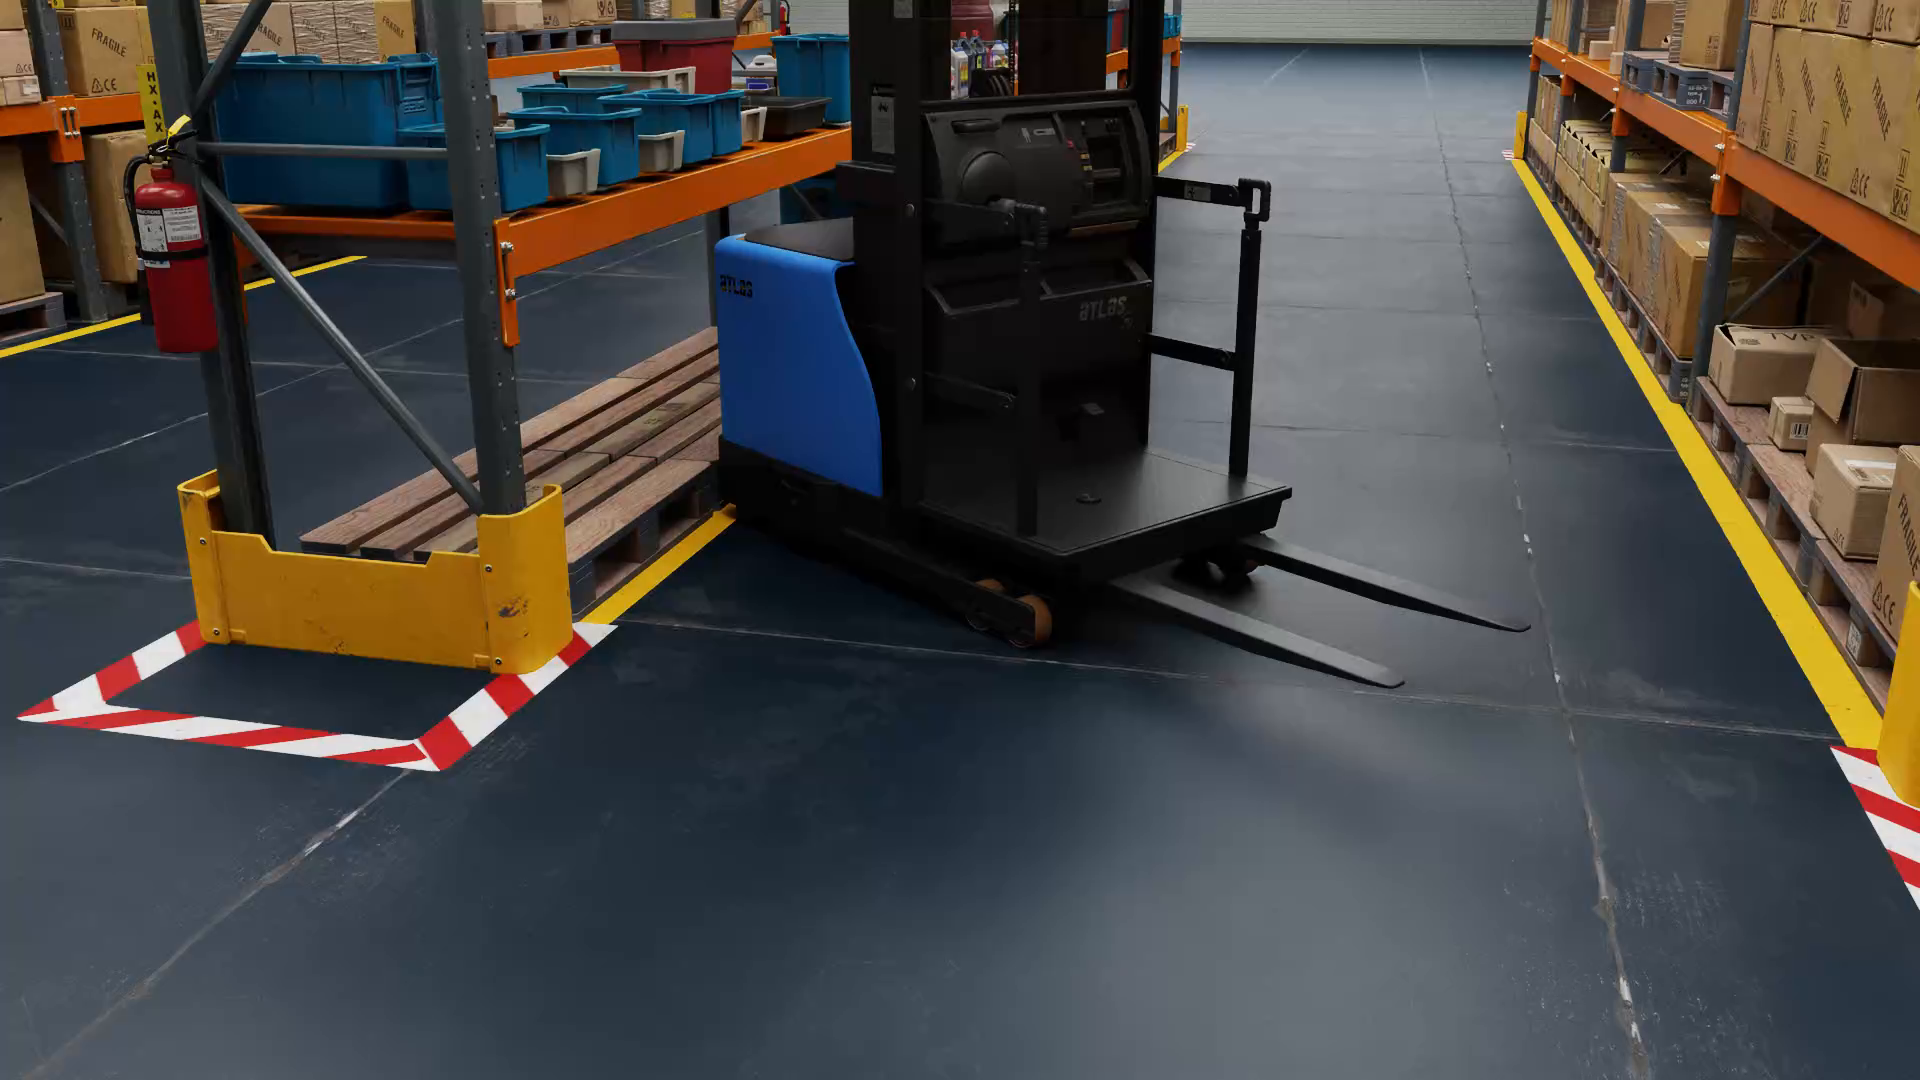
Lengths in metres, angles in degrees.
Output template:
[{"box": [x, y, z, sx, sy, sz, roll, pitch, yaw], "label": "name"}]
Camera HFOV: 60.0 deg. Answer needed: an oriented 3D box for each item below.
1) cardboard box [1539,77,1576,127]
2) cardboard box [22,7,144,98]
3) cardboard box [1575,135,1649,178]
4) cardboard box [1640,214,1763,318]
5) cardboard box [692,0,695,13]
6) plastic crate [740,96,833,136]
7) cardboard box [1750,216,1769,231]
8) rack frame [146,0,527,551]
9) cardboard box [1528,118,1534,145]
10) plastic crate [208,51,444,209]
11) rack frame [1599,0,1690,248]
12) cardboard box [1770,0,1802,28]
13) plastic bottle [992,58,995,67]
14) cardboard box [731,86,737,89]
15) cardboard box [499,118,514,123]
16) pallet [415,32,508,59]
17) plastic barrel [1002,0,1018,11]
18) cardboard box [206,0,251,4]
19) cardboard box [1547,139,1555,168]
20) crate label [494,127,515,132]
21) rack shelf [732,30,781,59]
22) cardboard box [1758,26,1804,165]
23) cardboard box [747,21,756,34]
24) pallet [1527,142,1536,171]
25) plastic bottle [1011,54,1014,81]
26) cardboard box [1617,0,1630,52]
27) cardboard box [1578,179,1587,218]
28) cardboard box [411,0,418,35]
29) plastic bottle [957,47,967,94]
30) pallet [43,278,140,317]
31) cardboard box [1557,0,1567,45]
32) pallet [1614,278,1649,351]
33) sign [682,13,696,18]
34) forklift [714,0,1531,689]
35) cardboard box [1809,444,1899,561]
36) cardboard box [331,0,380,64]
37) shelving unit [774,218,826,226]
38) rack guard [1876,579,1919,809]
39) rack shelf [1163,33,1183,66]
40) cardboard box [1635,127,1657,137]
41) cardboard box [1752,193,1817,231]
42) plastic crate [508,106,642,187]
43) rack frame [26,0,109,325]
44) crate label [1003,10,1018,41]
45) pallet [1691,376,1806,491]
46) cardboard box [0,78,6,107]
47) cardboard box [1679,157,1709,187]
[{"box": [6.311, -4.527, 17.244, 0.500, 0.500, 0.500, 5, 19, 13], "label": "cardboard box"}, {"box": [-5.295, -2.934, 9.981, 0.500, 0.500, 0.500, 5, 19, 14], "label": "cardboard box"}, {"box": [5.193, -3.057, 13.234, 0.500, 0.311, 0.500, 5, 20, 15], "label": "cardboard box"}, {"box": [4.050, -1.492, 9.103, 0.500, 0.500, 0.500, 5, 19, 14], "label": "cardboard box"}, {"box": [-3.344, -5.912, 18.241, 0.875, 0.500, 0.500, 5, 19, 13], "label": "cardboard box"}, {"box": [-0.860, -1.897, 7.433, 0.437, 0.125, 0.590, 5, 19, 13], "label": "plastic crate"}, {"box": [4.559, -1.460, 9.009, 0.500, 0.500, 0.500, 5, 19, 14], "label": "cardboard box"}, {"box": [-1.824, -1.117, 4.817, 1.000, 3.000, 0.127, 5, 19, 13], "label": "rack frame"}, {"box": [6.541, -4.487, 18.287, 0.500, 0.250, 0.500, 5, 19, 13], "label": "cardboard box"}, {"box": [-1.923, -1.282, 5.152, 0.616, 0.435, 0.499, 5, 19, 13], "label": "plastic crate"}, {"box": [4.933, -3.232, 11.010, 1.000, 3.000, 0.127, 5, 19, 13], "label": "rack frame"}, {"box": [3.442, -2.212, 6.321, 0.500, 0.500, 0.500, 4, 19, 12], "label": "cardboard box"}, {"box": [0.177, -3.049, 10.782, 0.097, 0.201, 0.097, 0, 19, 0], "label": "plastic bottle"}, {"box": [-2.999, -5.154, 19.855, 0.500, 0.500, 0.500, 10, 21, 28], "label": "cardboard box"}, {"box": [-4.273, -3.606, 15.290, 0.700, 0.500, 0.500, 6, 20, 18], "label": "cardboard box"}, {"box": [-4.602, -4.157, 14.013, 1.213, 0.211, 1.003, 5, 19, 13], "label": "pallet"}, {"box": [0.278, -4.149, 13.520, 0.421, 0.512, 0.421, 0, 19, 0], "label": "plastic barrel"}, {"box": [-5.186, -3.895, 11.244, 0.797, 0.503, 0.637, 5, 20, 15], "label": "cardboard box"}, {"box": [5.943, -3.702, 15.989, 0.500, 0.250, 0.500, 5, 19, 13], "label": "cardboard box"}, {"box": [-1.671, -1.469, 6.164, 0.396, 0.136, 0.243, 5, 19, 13], "label": "crate label"}, {"box": [-3.206, -5.556, 18.926, 1.077, 0.370, 4.000, 5, 19, 13], "label": "rack shelf"}, {"box": [3.445, -1.727, 6.448, 0.500, 0.500, 0.500, 5, 19, 14], "label": "cardboard box"}, {"box": [-2.660, -6.138, 19.906, 0.380, 0.149, 0.250, 5, 19, 13], "label": "cardboard box"}, {"box": [6.741, -4.177, 18.090, 1.003, 0.211, 1.213, 5, 19, 13], "label": "pallet"}, {"box": [0.319, -3.232, 11.318, 0.097, 0.201, 0.097, 0, 19, 0], "label": "plastic bottle"}, {"box": [5.456, -3.972, 13.020, 0.500, 0.500, 0.500, 5, 19, 13], "label": "cardboard box"}, {"box": [5.073, -2.633, 12.860, 0.500, 0.250, 0.500, 5, 20, 15], "label": "cardboard box"}, {"box": [-4.579, -4.434, 13.724, 0.500, 0.500, 0.500, 2, 19, 7], "label": "cardboard box"}, {"box": [-0.003, -2.852, 10.097, 0.097, 0.271, 0.097, 0, 19, 0], "label": "plastic bottle"}, {"box": [-5.534, -1.690, 10.809, 1.003, 0.211, 1.213, 5, 19, 13], "label": "pallet"}, {"box": [6.510, -5.321, 16.972, 0.700, 0.500, 0.500, 5, 19, 14], "label": "cardboard box"}, {"box": [4.414, -1.300, 9.668, 1.003, 0.211, 1.213, 5, 19, 13], "label": "pallet"}, {"box": [-1.380, -2.546, 8.572, 0.100, 0.325, 0.005, 5, 19, 13], "label": "sign"}, {"box": [0.408, -1.232, 5.259, 1.130, 2.935, 3.031, -15, 24, -38], "label": "forklift"}, {"box": [3.133, -0.117, 5.463, 0.500, 0.250, 0.500, 5, 19, 13], "label": "cardboard box"}, {"box": [-4.680, -3.733, 12.321, 0.500, 0.500, 0.500, 4, 19, 13], "label": "cardboard box"}, {"box": [-0.583, -0.766, 6.805, 0.252, 1.050, 0.215, -17, 25, -40], "label": "shelving unit"}, {"box": [2.997, 0.434, 4.142, 1.175, 0.500, 0.348, 5, 19, 13], "label": "rack guard"}, {"box": [1.596, -5.165, 17.781, 1.077, 0.370, 4.000, 5, 19, 13], "label": "rack shelf"}, {"box": [5.968, -3.336, 14.049, 0.500, 0.311, 0.500, 5, 20, 15], "label": "cardboard box"}, {"box": [4.554, -1.804, 8.856, 0.500, 0.250, 0.500, 5, 19, 13], "label": "cardboard box"}, {"box": [-1.284, -1.324, 5.589, 0.416, 0.233, 0.300, 5, 19, 13], "label": "plastic crate"}, {"box": [-5.650, -2.762, 9.633, 1.000, 3.000, 0.127, 5, 19, 13], "label": "rack frame"}, {"box": [0.635, -3.931, 13.002, 0.502, 0.435, 0.616, 5, 19, 13], "label": "crate label"}, {"box": [3.787, -0.444, 7.160, 1.003, 0.211, 1.213, 5, 19, 13], "label": "pallet"}, {"box": [-5.469, -2.441, 9.081, 0.380, 0.149, 0.250, 5, 19, 14], "label": "cardboard box"}, {"box": [5.346, -2.536, 11.708, 0.500, 0.311, 0.500, 5, 20, 15], "label": "cardboard box"}]
